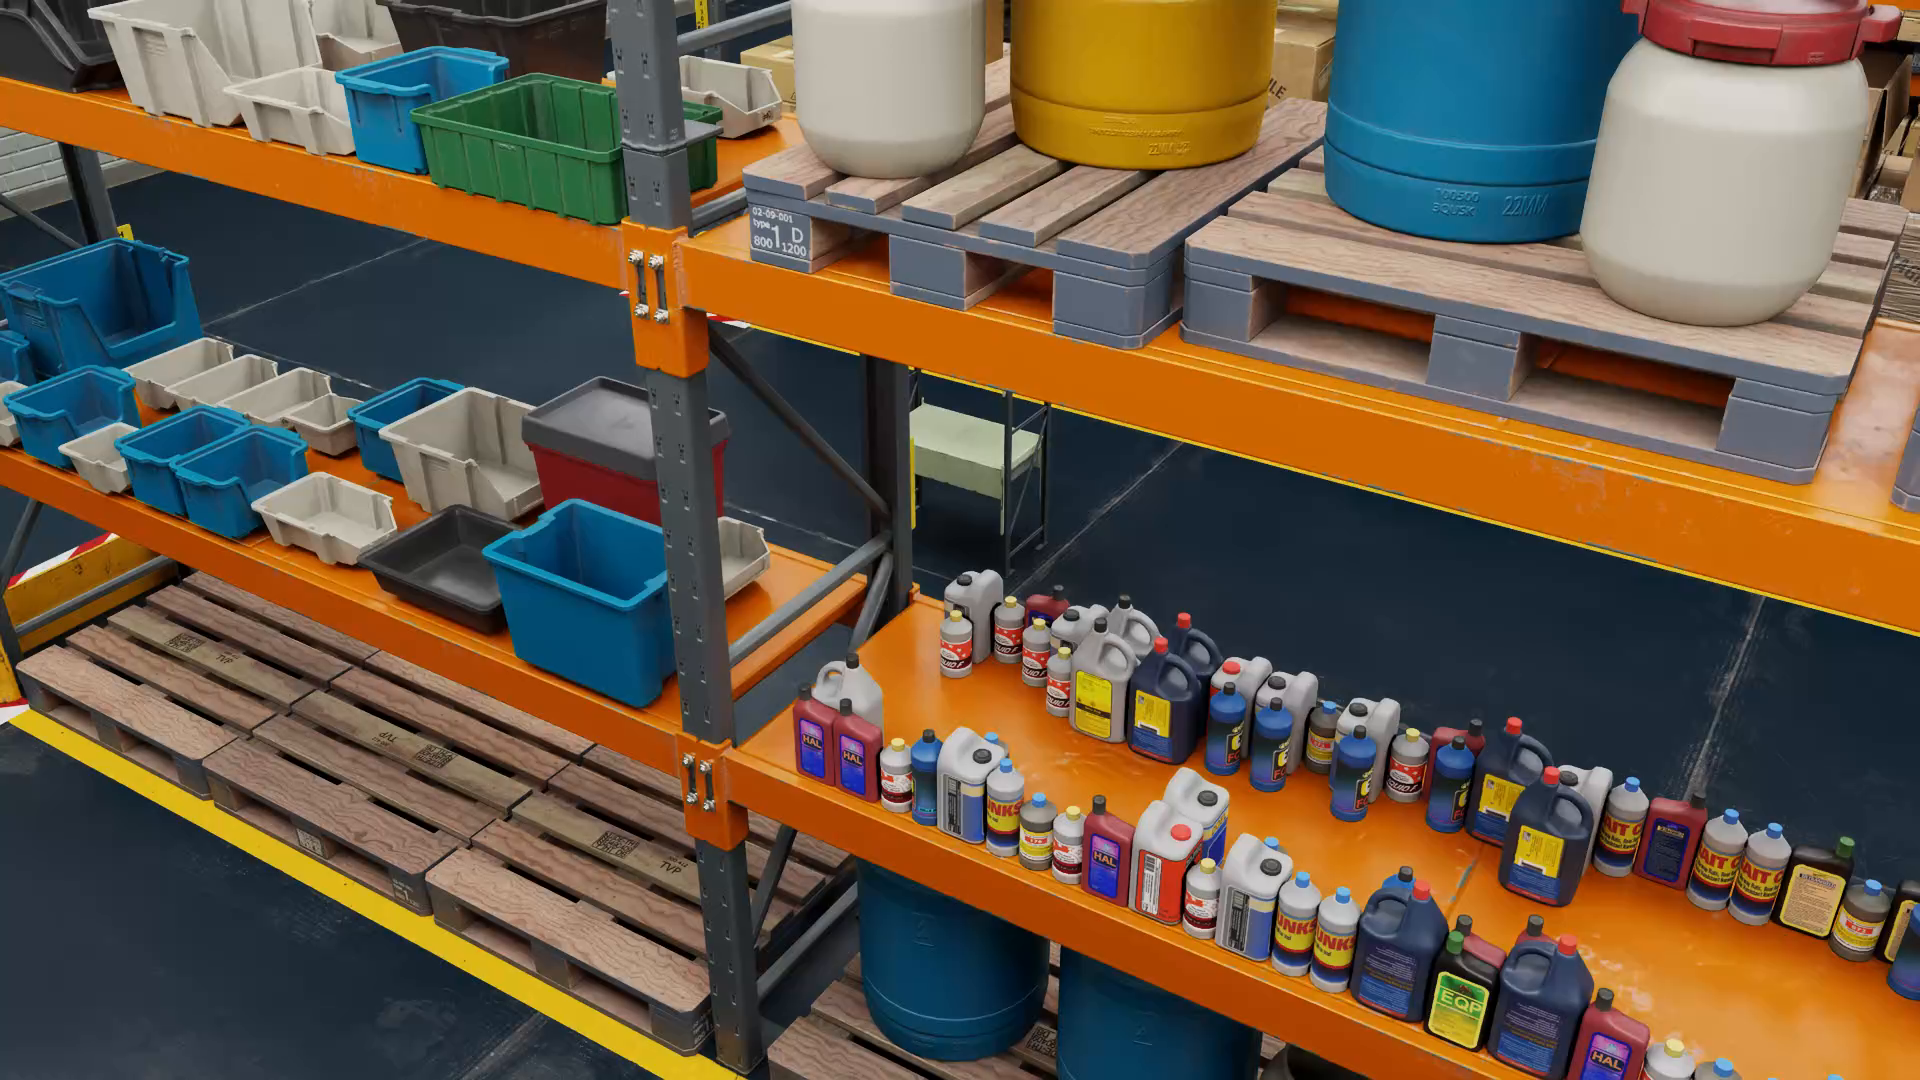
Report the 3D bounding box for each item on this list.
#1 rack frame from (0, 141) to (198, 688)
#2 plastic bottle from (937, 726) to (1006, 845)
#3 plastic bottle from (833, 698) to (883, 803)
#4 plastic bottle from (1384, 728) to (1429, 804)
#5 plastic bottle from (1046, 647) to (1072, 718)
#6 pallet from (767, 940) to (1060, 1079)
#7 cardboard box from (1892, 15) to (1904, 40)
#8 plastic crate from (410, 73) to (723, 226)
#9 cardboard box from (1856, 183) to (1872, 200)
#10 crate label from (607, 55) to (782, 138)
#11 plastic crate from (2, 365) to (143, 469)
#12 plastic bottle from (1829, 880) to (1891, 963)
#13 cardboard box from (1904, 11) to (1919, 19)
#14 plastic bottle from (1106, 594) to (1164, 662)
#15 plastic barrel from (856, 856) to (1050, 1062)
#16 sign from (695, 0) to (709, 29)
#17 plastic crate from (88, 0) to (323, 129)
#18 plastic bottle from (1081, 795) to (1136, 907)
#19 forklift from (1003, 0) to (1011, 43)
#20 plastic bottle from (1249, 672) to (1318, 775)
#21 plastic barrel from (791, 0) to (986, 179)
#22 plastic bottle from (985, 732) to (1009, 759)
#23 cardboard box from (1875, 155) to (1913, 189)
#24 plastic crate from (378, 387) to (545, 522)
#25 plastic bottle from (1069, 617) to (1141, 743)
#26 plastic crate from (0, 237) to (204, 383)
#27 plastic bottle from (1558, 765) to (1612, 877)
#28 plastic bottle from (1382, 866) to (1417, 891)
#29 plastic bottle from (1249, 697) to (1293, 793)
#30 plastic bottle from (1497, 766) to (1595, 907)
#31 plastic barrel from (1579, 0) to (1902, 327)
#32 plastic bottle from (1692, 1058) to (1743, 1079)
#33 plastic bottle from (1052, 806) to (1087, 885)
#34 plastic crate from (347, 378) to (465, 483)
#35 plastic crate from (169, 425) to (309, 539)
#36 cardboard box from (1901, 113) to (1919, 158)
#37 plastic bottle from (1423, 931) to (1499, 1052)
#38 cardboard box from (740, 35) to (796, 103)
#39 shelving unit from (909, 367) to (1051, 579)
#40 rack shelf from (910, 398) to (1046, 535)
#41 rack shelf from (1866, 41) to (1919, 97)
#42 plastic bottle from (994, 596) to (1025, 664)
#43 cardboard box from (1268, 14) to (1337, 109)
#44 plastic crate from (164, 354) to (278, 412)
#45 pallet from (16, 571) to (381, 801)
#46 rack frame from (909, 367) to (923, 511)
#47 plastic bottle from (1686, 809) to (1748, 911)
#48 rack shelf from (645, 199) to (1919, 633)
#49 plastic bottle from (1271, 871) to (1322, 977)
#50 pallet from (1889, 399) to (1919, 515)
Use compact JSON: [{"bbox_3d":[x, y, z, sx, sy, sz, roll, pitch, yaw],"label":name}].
[{"bbox_3d":[-3.855,-0.880,6.782,0.127,3.000,1.000,18,35,27],"label":"rack frame"},{"bbox_3d":[0.032,0.630,4.317,0.135,0.276,0.152,18,35,27],"label":"plastic bottle"},{"bbox_3d":[-0.270,0.558,4.432,0.133,0.283,0.061,18,35,27],"label":"plastic bottle"},{"bbox_3d":[1.198,0.596,4.449,0.097,0.201,0.097,0,30,0],"label":"plastic bottle"},{"bbox_3d":[0.297,0.401,4.783,0.097,0.201,0.097,0,30,0],"label":"plastic bottle"},{"bbox_3d":[0.164,1.621,5.263,1.213,0.211,1.003,18,35,27],"label":"pallet"},{"bbox_3d":[6.086,-3.436,10.995,0.250,0.149,0.380,17,34,26],"label":"cardboard box"},{"bbox_3d":[-0.987,-0.997,4.216,0.662,0.188,0.450,18,35,27],"label":"plastic crate"},{"bbox_3d":[3.713,-1.331,7.455,0.500,0.500,0.500,18,35,28],"label":"cardboard box"},{"bbox_3d":[-0.728,-1.245,4.691,0.466,0.136,0.293,18,35,27],"label":"crate label"},{"bbox_3d":[-3.263,-0.451,6.152,0.300,0.233,0.416,18,35,27],"label":"plastic crate"},{"bbox_3d":[2.138,0.893,3.940,0.097,0.201,0.097,0,30,0],"label":"plastic bottle"},{"bbox_3d":[6.303,-3.494,10.799,0.250,0.149,0.380,17,34,26],"label":"cardboard box"},{"bbox_3d":[0.485,0.320,4.775,0.185,0.351,0.144,18,35,27],"label":"plastic bottle"},{"bbox_3d":[-0.015,1.070,5.105,0.708,0.901,0.600,18,35,27],"label":"plastic barrel"},{"bbox_3d":[-1.522,-3.167,9.764,0.005,0.325,0.100,18,35,27],"label":"sign"},{"bbox_3d":[-2.142,-1.399,4.812,0.530,0.282,0.437,18,35,27],"label":"plastic crate"},{"bbox_3d":[0.369,0.760,4.086,0.133,0.283,0.061,18,35,27],"label":"plastic bottle"},{"bbox_3d":[0.353,-3.871,11.977,3.031,2.935,1.130,17,34,26],"label":"forklift"},{"bbox_3d":[0.889,0.482,4.570,0.135,0.276,0.152,18,35,27],"label":"plastic bottle"},{"bbox_3d":[-0.155,-1.096,3.624,0.433,0.535,0.433,0,30,0],"label":"plastic barrel"},{"bbox_3d":[0.083,0.604,4.435,0.097,0.201,0.097,0,30,0],"label":"plastic bottle"},{"bbox_3d":[4.413,-1.413,7.596,0.500,0.500,0.500,17,34,26],"label":"cardboard box"},{"bbox_3d":[-1.663,-0.271,5.795,0.530,0.282,0.437,18,35,27],"label":"plastic crate"},{"bbox_3d":[0.409,0.381,4.669,0.185,0.351,0.144,18,35,27],"label":"plastic bottle"},{"bbox_3d":[-3.472,-0.911,6.740,0.499,0.435,0.616,18,35,27],"label":"plastic crate"},{"bbox_3d":[1.551,0.691,4.211,0.135,0.276,0.152,18,35,27],"label":"plastic bottle"},{"bbox_3d":[1.028,0.877,3.897,0.097,0.271,0.097,0,30,0],"label":"plastic bottle"},{"bbox_3d":[0.839,0.542,4.472,0.097,0.271,0.097,0,30,0],"label":"plastic bottle"},{"bbox_3d":[1.451,0.716,4.096,0.185,0.351,0.144,18,35,27],"label":"plastic bottle"},{"bbox_3d":[1.339,-0.683,2.916,0.433,0.535,0.433,0,30,0],"label":"plastic barrel"},{"bbox_3d":[1.573,1.166,3.472,0.097,0.201,0.097,0,30,0],"label":"plastic bottle"},{"bbox_3d":[0.281,0.757,4.173,0.097,0.201,0.097,0,30,0],"label":"plastic bottle"},{"bbox_3d":[-1.979,-0.393,6.053,0.300,0.233,0.416,18,35,27],"label":"plastic crate"},{"bbox_3d":[-2.452,-0.194,5.712,0.300,0.233,0.416,18,35,27],"label":"plastic crate"},{"bbox_3d":[6.702,-2.711,11.240,0.500,0.250,0.500,18,35,28],"label":"cardboard box"},{"bbox_3d":[1.114,0.996,3.682,0.133,0.283,0.061,18,35,27],"label":"plastic bottle"},{"bbox_3d":[-0.959,-2.814,9.950,0.500,0.250,0.500,17,34,26],"label":"cardboard box"},{"bbox_3d":[0.006,-0.646,7.869,0.755,1.500,0.431,18,35,27],"label":"shelving unit"},{"bbox_3d":[0.006,-0.364,8.033,0.720,0.370,0.431,18,35,27],"label":"rack shelf"},{"bbox_3d":[6.582,-3.166,11.413,4.000,0.370,1.077,18,35,27],"label":"rack shelf"},{"bbox_3d":[0.151,0.264,5.017,0.097,0.201,0.097,0,30,0],"label":"plastic bottle"},{"bbox_3d":[1.634,-2.319,8.358,0.500,0.500,0.500,19,35,29],"label":"cardboard box"},{"bbox_3d":[-2.830,-0.567,6.447,0.243,0.136,0.396,18,35,27],"label":"plastic crate"},{"bbox_3d":[-3.177,0.562,7.077,1.213,0.211,1.003,18,35,27],"label":"pallet"},{"bbox_3d":[-0.304,-0.744,8.037,0.023,1.500,0.400,18,35,27],"label":"rack frame"},{"bbox_3d":[1.860,0.775,4.073,0.097,0.271,0.097,0,30,0],"label":"plastic bottle"},{"bbox_3d":[1.227,-0.257,3.452,4.000,0.370,1.077,18,35,27],"label":"rack shelf"},{"bbox_3d":[0.787,0.887,3.881,0.097,0.271,0.097,0,30,0],"label":"plastic bottle"},{"bbox_3d":[2.325,-0.198,2.823,1.213,0.211,1.003,18,35,27],"label":"pallet"}]
